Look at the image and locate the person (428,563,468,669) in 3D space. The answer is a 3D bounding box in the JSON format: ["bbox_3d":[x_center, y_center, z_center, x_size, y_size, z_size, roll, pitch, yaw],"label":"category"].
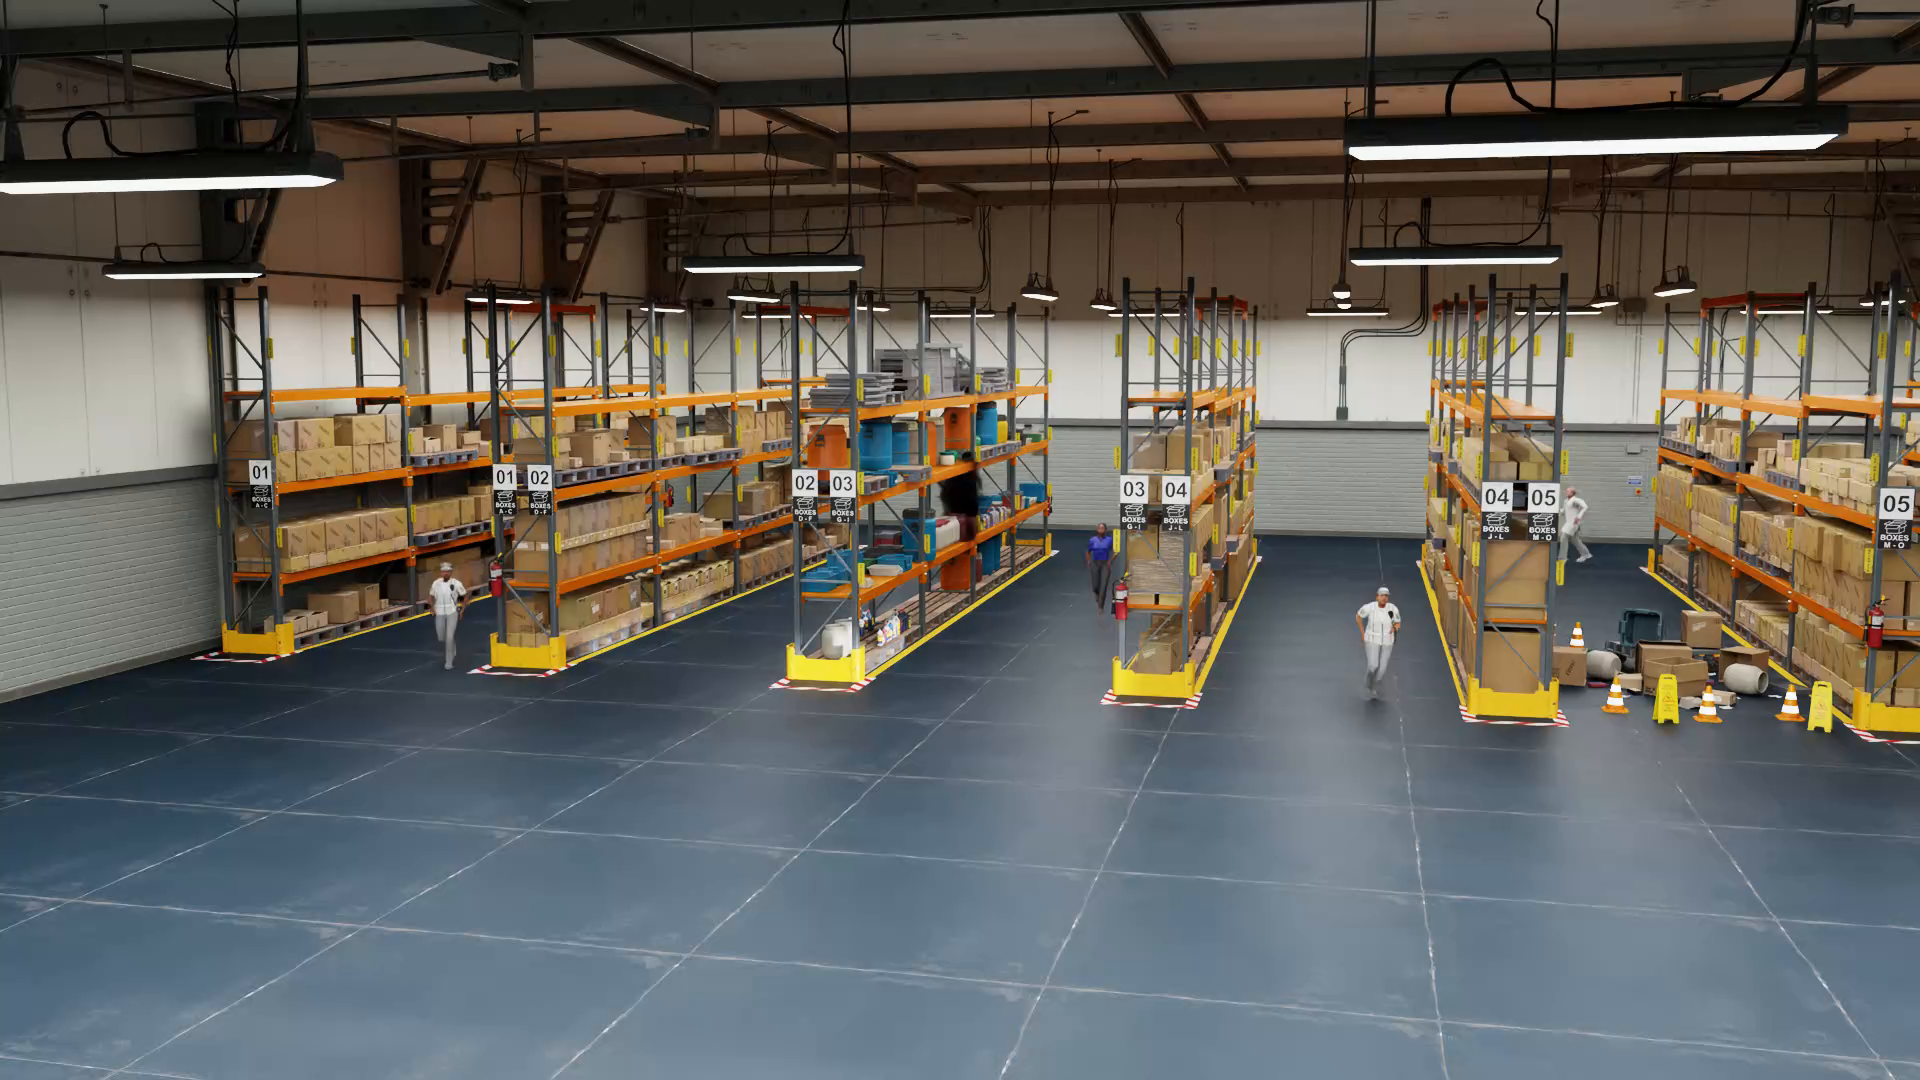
[{"bbox_3d":[-8.103,1.174,26.323,0.614,1.677,0.598,0,7,-1],"label":"person"}]

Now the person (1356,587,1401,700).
[{"bbox_3d":[5.966,1.471,23.657,0.597,1.626,0.667,0,7,0],"label":"person"}]

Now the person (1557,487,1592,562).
[{"bbox_3d":[14.232,-0.322,38.627,0.953,1.824,0.654,1,7,8],"label":"person"}]

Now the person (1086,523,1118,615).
[{"bbox_3d":[2.545,0.496,29.856,0.582,1.631,0.577,1,7,10],"label":"person"}]
